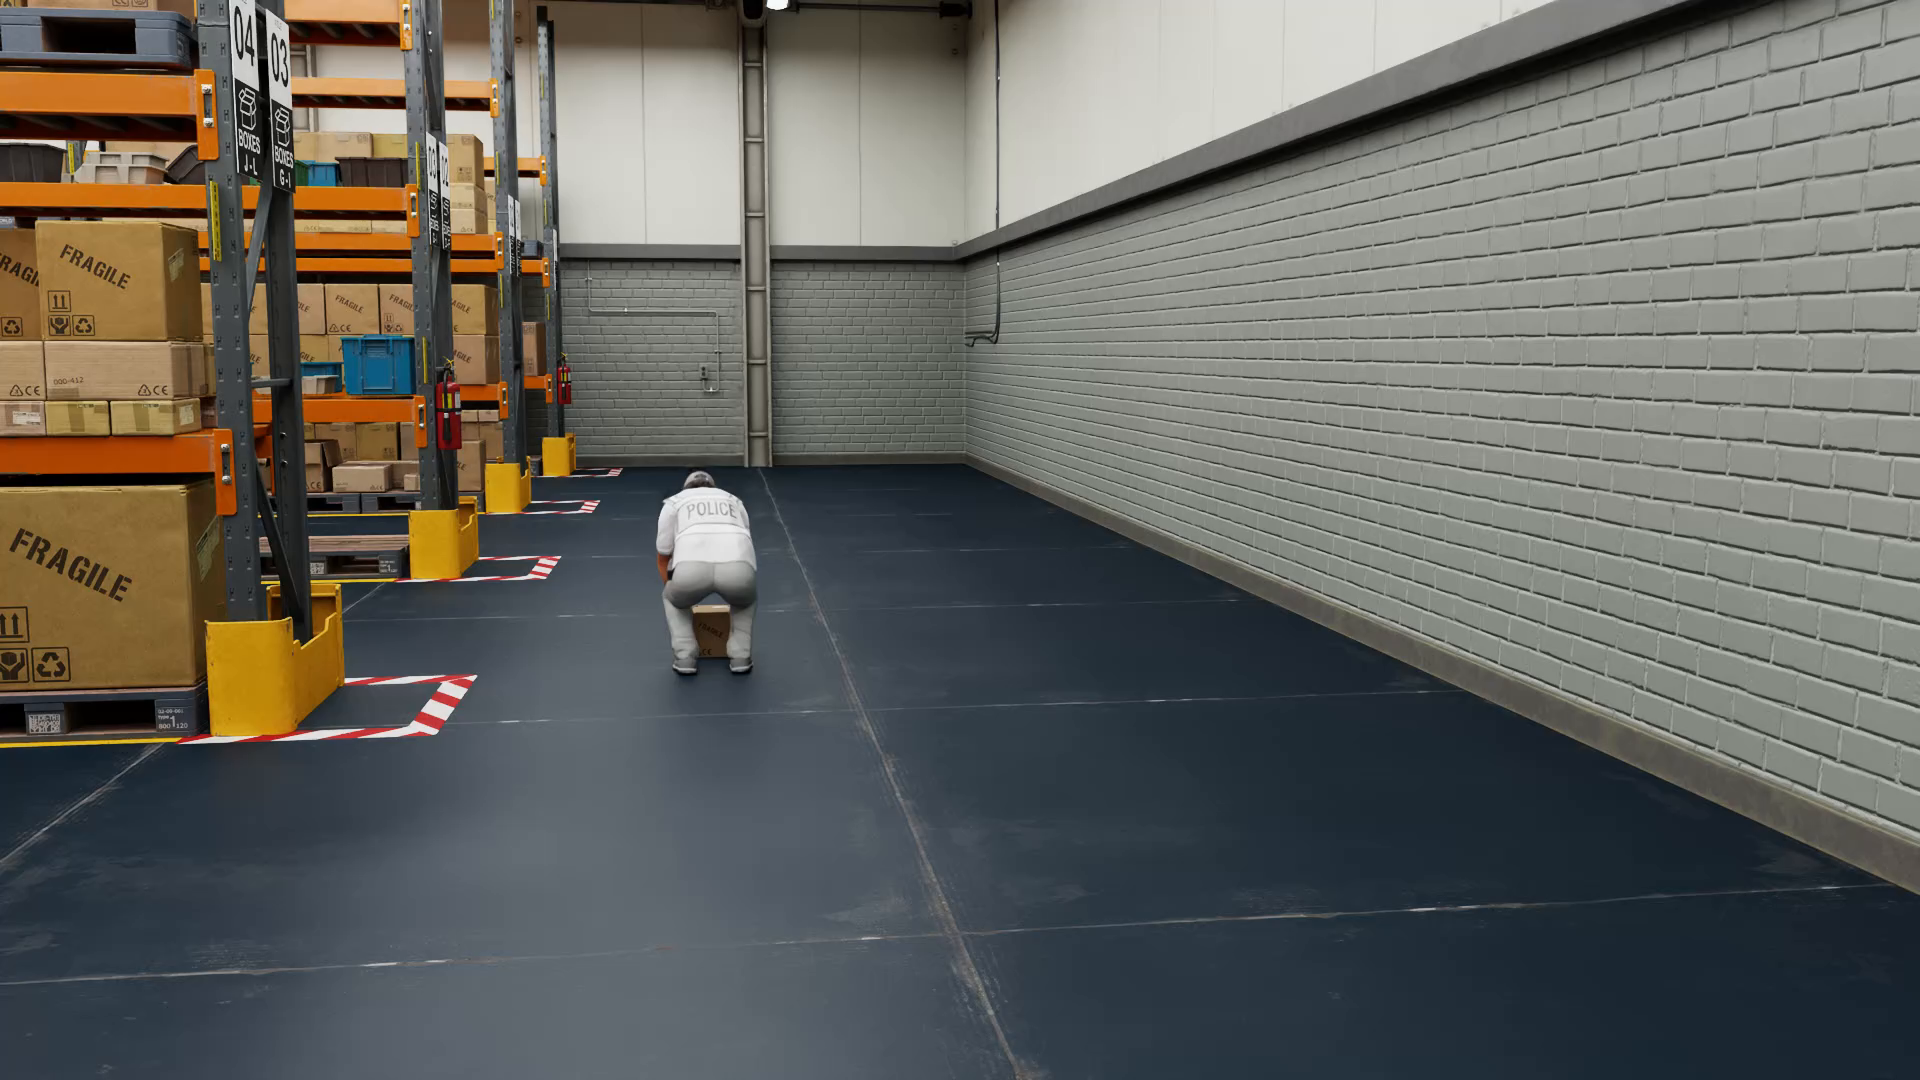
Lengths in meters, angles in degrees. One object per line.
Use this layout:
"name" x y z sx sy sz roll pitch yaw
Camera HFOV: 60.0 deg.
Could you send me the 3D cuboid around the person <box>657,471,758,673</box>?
"person" -1.323 0.170 8.716 0.527 1.016 0.844 -1 7 -9
